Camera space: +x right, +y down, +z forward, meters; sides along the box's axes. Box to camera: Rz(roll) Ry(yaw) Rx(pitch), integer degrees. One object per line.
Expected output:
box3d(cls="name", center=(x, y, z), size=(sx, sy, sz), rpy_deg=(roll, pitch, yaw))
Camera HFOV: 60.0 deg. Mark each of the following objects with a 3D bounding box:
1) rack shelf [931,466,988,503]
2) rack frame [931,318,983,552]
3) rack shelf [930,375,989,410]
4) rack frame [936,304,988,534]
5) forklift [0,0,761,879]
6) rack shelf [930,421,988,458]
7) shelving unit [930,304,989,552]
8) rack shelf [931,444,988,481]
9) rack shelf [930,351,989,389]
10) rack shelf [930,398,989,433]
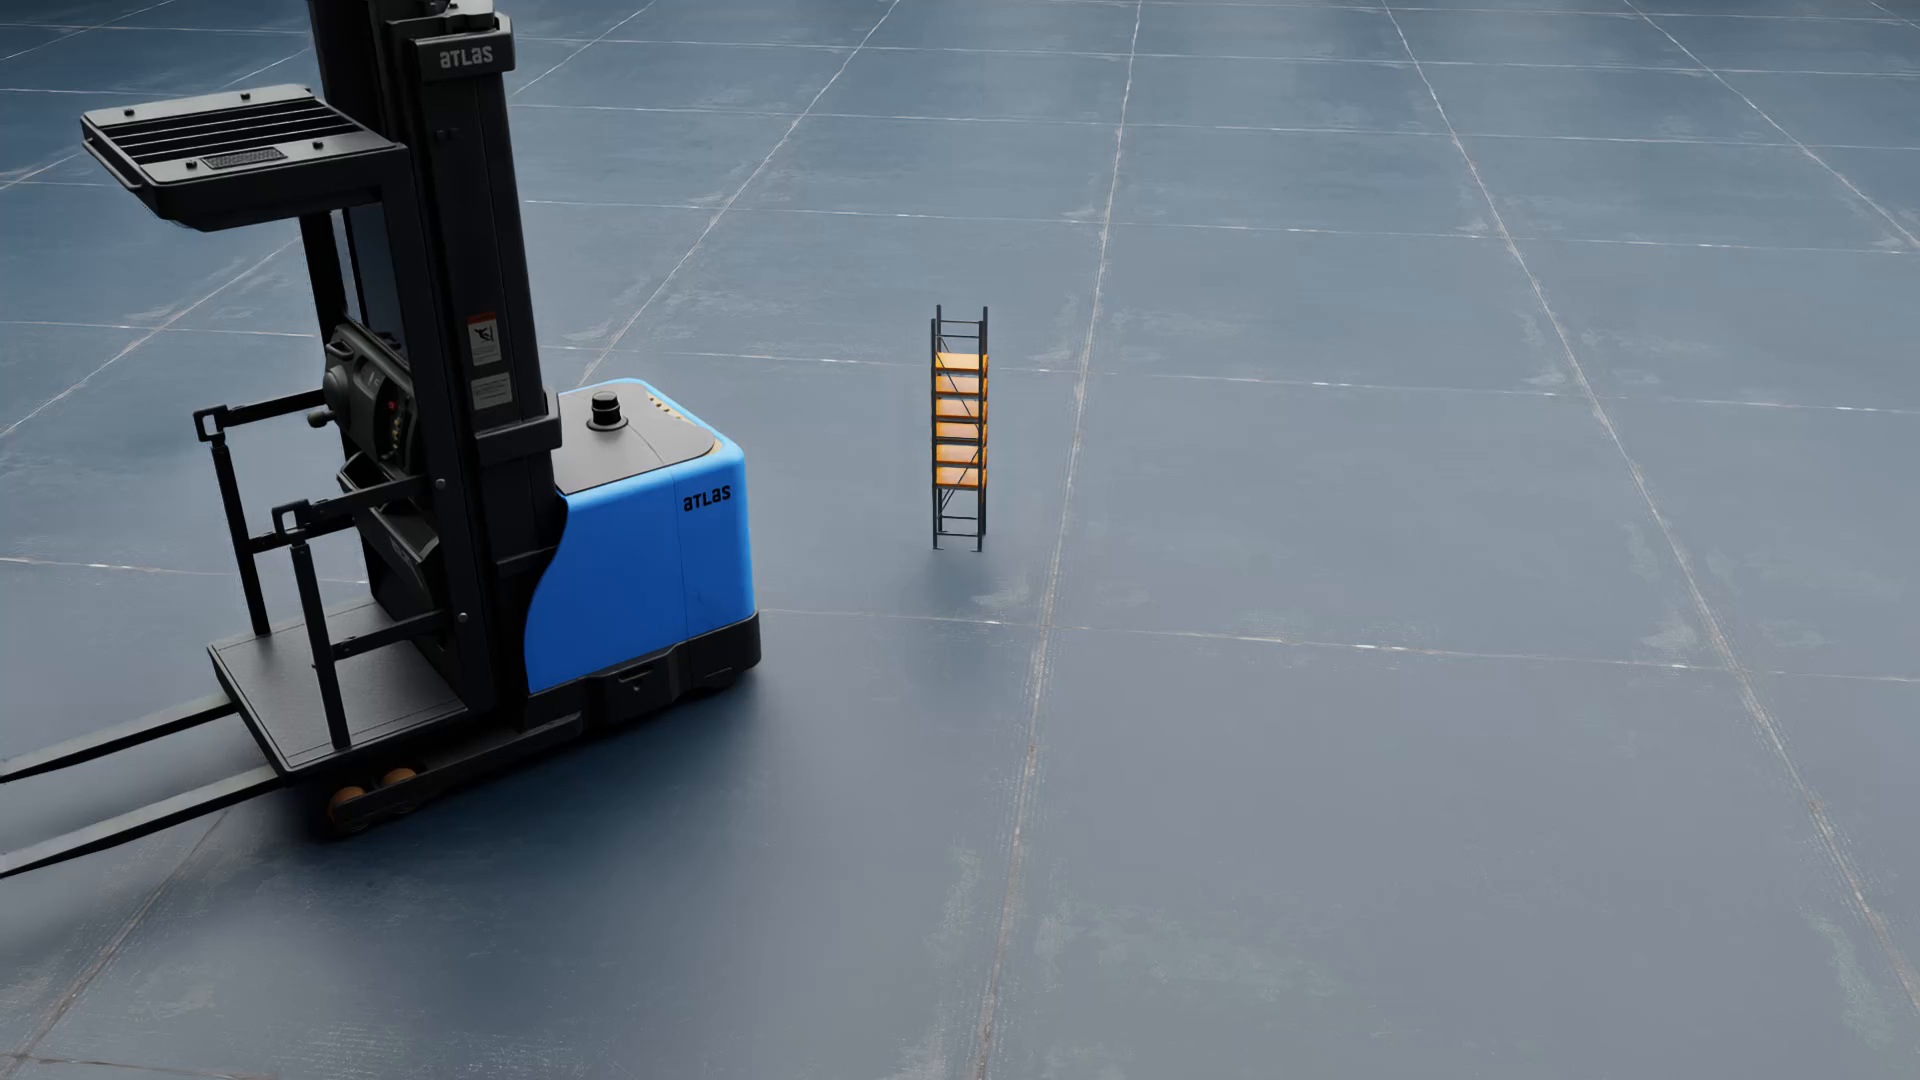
box3d(cls="rack shelf", center=(-0.002, -0.271, 8.088), size=(0.258, 0.103, 0.180), rpy_deg=(3, 28, 6))
box3d(cls="rack frame", center=(-0.013, -0.478, 7.873), size=(0.240, 1.200, 0.006), rpy_deg=(3, 28, 6))
box3d(cls="rack shelf", center=(-0.002, -0.694, 7.860), size=(0.258, 0.103, 0.180), rpy_deg=(3, 28, 6))
box3d(cls="rack frame", center=(0.009, -0.564, 8.033), size=(0.240, 1.200, 0.006), rpy_deg=(3, 28, 6))
box3d(cls="forklift", center=(-2.343, -0.482, 6.055), size=(3.031, 2.935, 1.130), rpy_deg=(-19, 34, -31))
box3d(cls="rack shelf", center=(-0.002, -0.482, 7.974), size=(0.258, 0.103, 0.180), rpy_deg=(3, 28, 6))
box3d(cls="shelving unit", center=(-0.002, -0.521, 7.953), size=(0.258, 1.200, 0.189), rpy_deg=(3, 28, 6))
box3d(cls="rack shelf", center=(-0.002, -0.377, 8.031), size=(0.258, 0.103, 0.180), rpy_deg=(3, 28, 6))
box3d(cls="rack shelf", center=(-0.002, -0.799, 7.803), size=(0.258, 0.103, 0.180), rpy_deg=(3, 28, 6))
box3d(cls="rack shelf", center=(-0.002, -0.588, 7.917), size=(0.258, 0.103, 0.180), rpy_deg=(3, 28, 6))
